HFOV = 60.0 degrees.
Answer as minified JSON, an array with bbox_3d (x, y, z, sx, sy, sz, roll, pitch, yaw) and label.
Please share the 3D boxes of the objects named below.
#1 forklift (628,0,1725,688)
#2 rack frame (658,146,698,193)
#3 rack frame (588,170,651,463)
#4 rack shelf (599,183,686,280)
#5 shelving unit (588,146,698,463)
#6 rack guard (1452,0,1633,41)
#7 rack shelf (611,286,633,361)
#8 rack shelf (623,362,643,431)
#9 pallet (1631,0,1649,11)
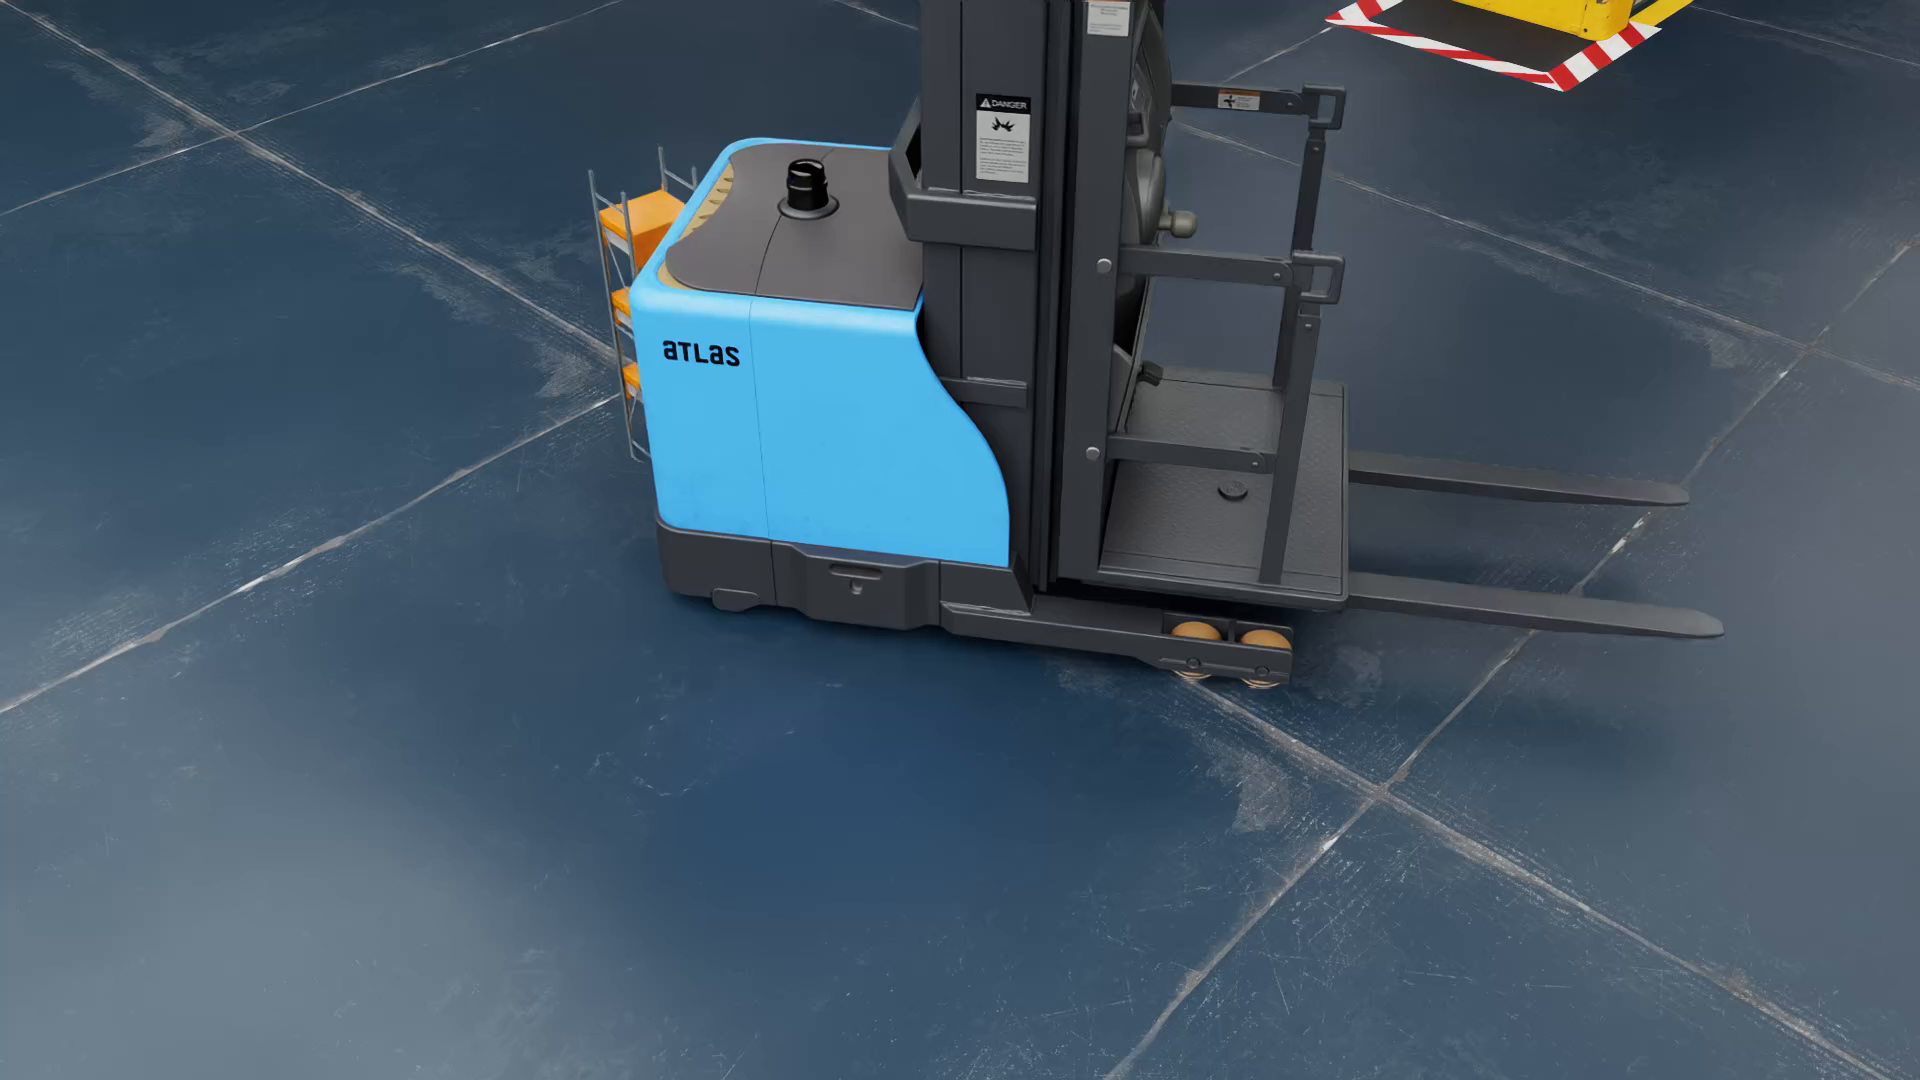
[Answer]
[{"bbox_3d":[0.673,-1.088,4.264,3.031,2.935,1.130,7,39,8],"label":"forklift"},{"bbox_3d":[-0.853,-0.742,5.340,0.008,1.050,0.200,-28,46,-31],"label":"rack frame"},{"bbox_3d":[-1.039,-0.643,5.216,0.008,1.050,0.200,-28,46,-31],"label":"rack frame"},{"bbox_3d":[-0.946,-0.907,5.108,0.240,0.259,0.215,-28,46,-31],"label":"rack shelf"},{"bbox_3d":[-0.946,-0.693,5.278,0.252,1.050,0.215,-28,46,-31],"label":"shelving unit"},{"bbox_3d":[2.929,-3.034,8.664,1.175,0.500,0.348,30,47,32],"label":"rack guard"},{"bbox_3d":[-0.946,-0.685,5.284,0.240,0.259,0.215,-28,46,-31],"label":"rack shelf"},{"bbox_3d":[-0.946,-0.467,5.457,0.240,0.259,0.215,-28,46,-31],"label":"rack shelf"},{"bbox_3d":[3.481,-3.292,9.220,1.003,0.211,1.213,30,47,32],"label":"pallet"}]
